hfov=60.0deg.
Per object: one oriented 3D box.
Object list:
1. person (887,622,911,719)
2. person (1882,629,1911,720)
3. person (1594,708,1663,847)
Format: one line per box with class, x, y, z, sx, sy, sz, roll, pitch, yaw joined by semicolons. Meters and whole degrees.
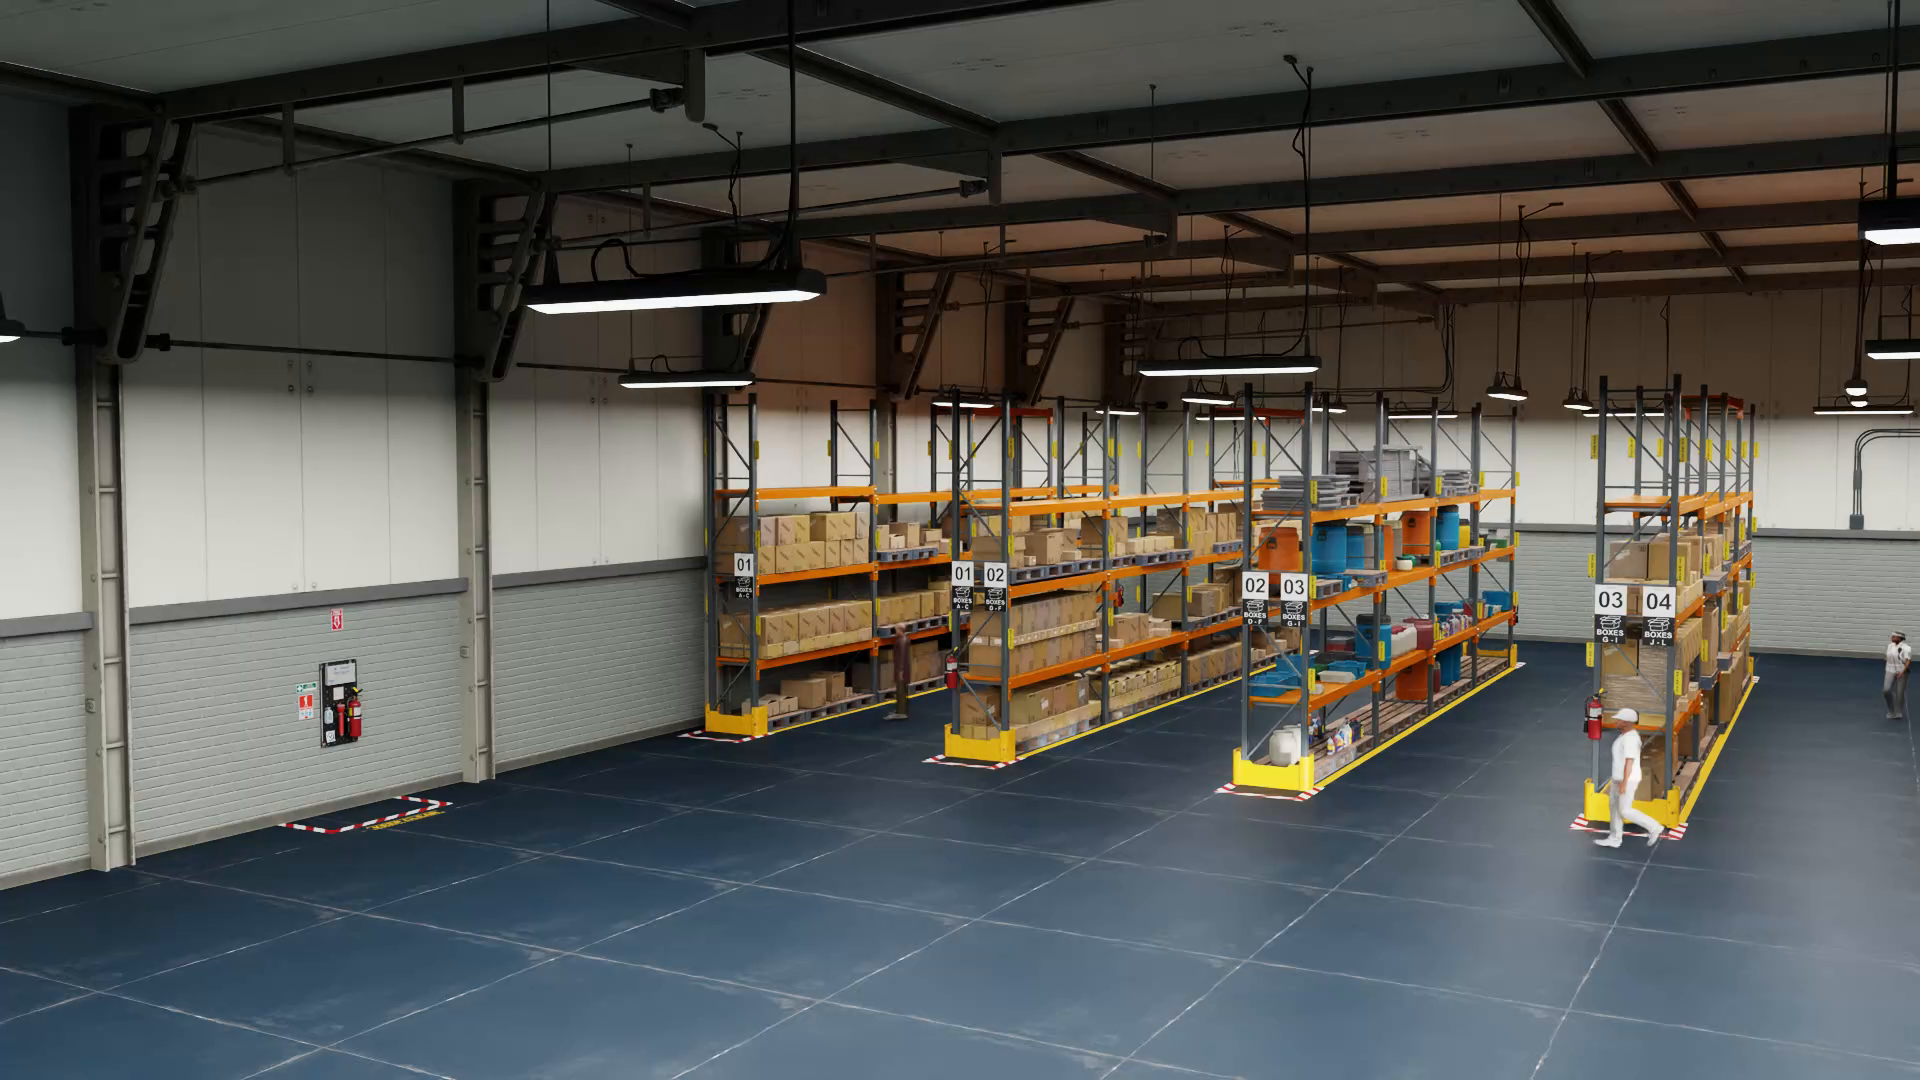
person;-1.149;2.426;31.042;0.452;1.779;0.645;0;3;3
person;17.436;2.504;30.933;0.425;1.703;0.646;2;4;36
person;8.381;2.990;20.825;0.761;1.761;0.552;0;3;6
